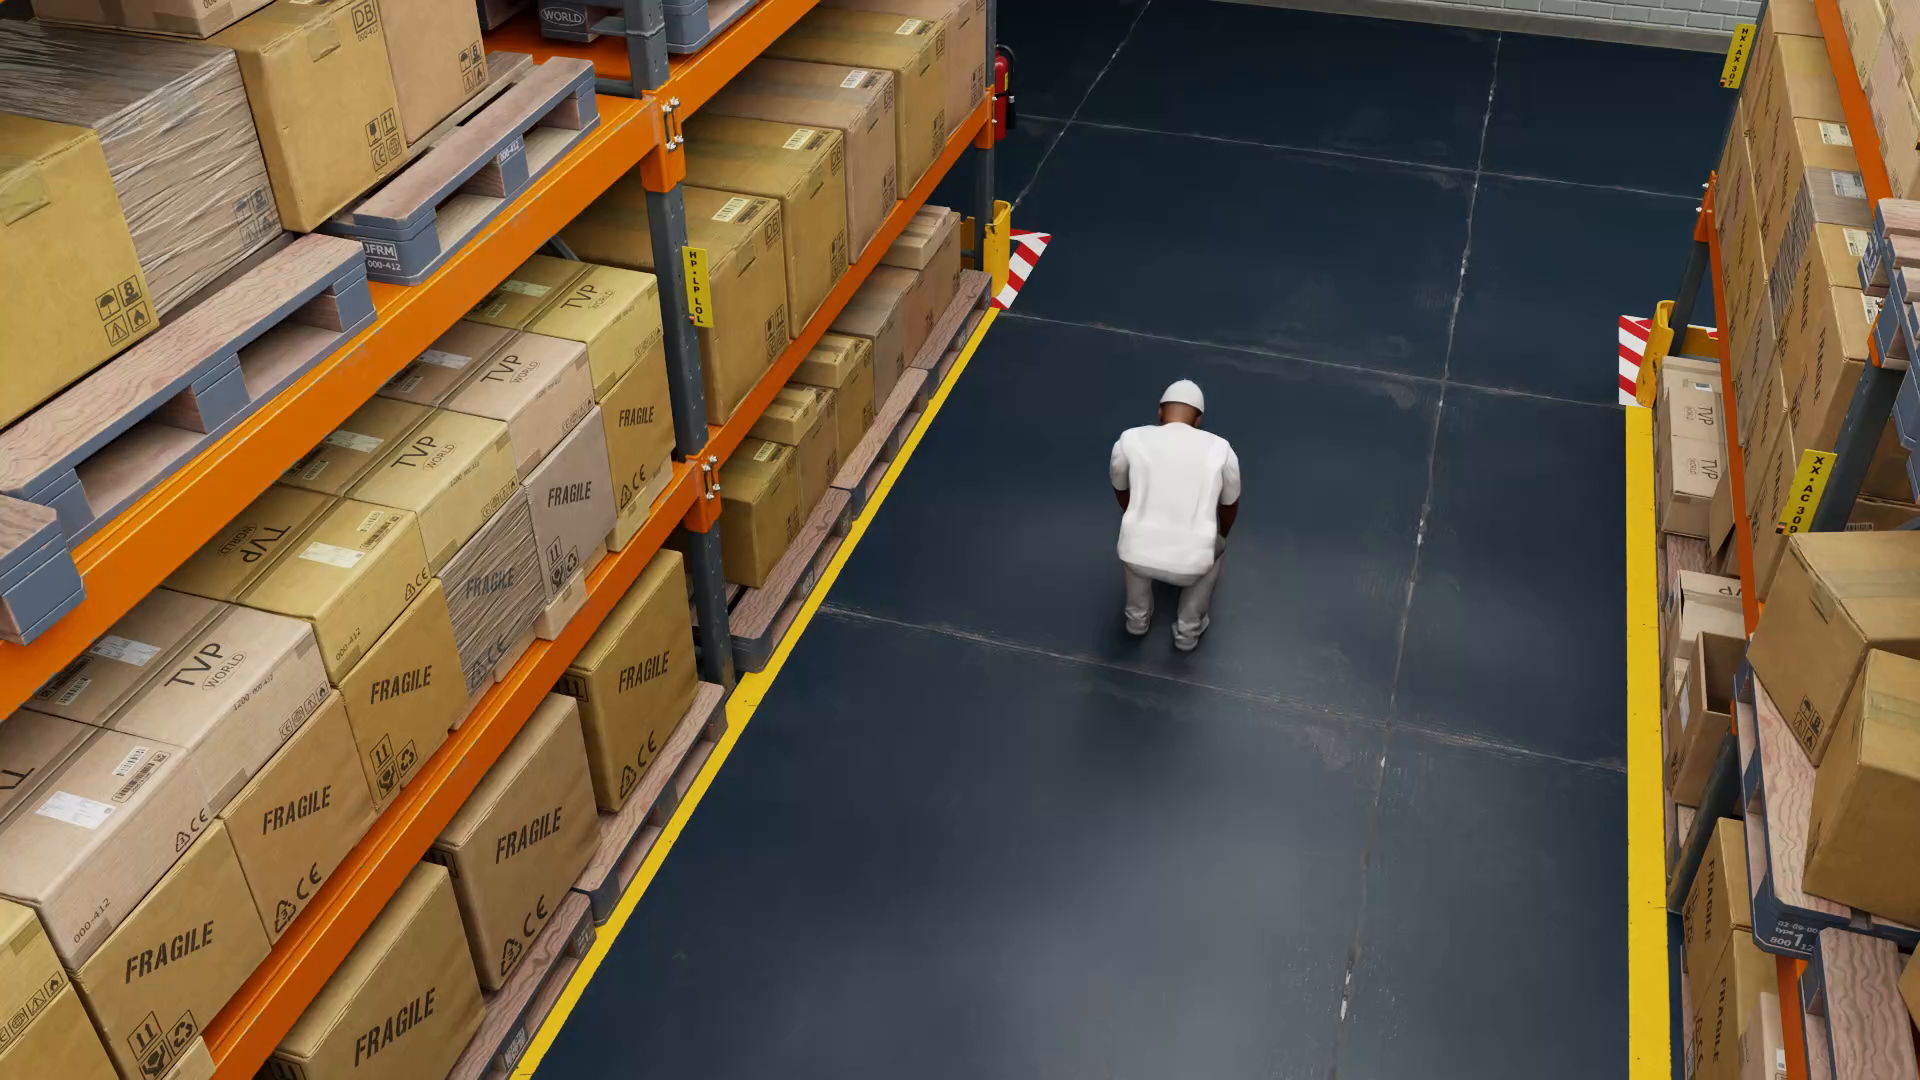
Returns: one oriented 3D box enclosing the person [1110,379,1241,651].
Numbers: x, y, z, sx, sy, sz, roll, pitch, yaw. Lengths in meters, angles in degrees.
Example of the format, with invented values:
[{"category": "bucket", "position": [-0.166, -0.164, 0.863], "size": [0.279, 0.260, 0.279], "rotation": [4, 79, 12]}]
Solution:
[{"category": "person", "position": [0.937, -0.091, 7.561], "size": [0.599, 1.091, 0.867], "rotation": [11, 38, 14]}]
